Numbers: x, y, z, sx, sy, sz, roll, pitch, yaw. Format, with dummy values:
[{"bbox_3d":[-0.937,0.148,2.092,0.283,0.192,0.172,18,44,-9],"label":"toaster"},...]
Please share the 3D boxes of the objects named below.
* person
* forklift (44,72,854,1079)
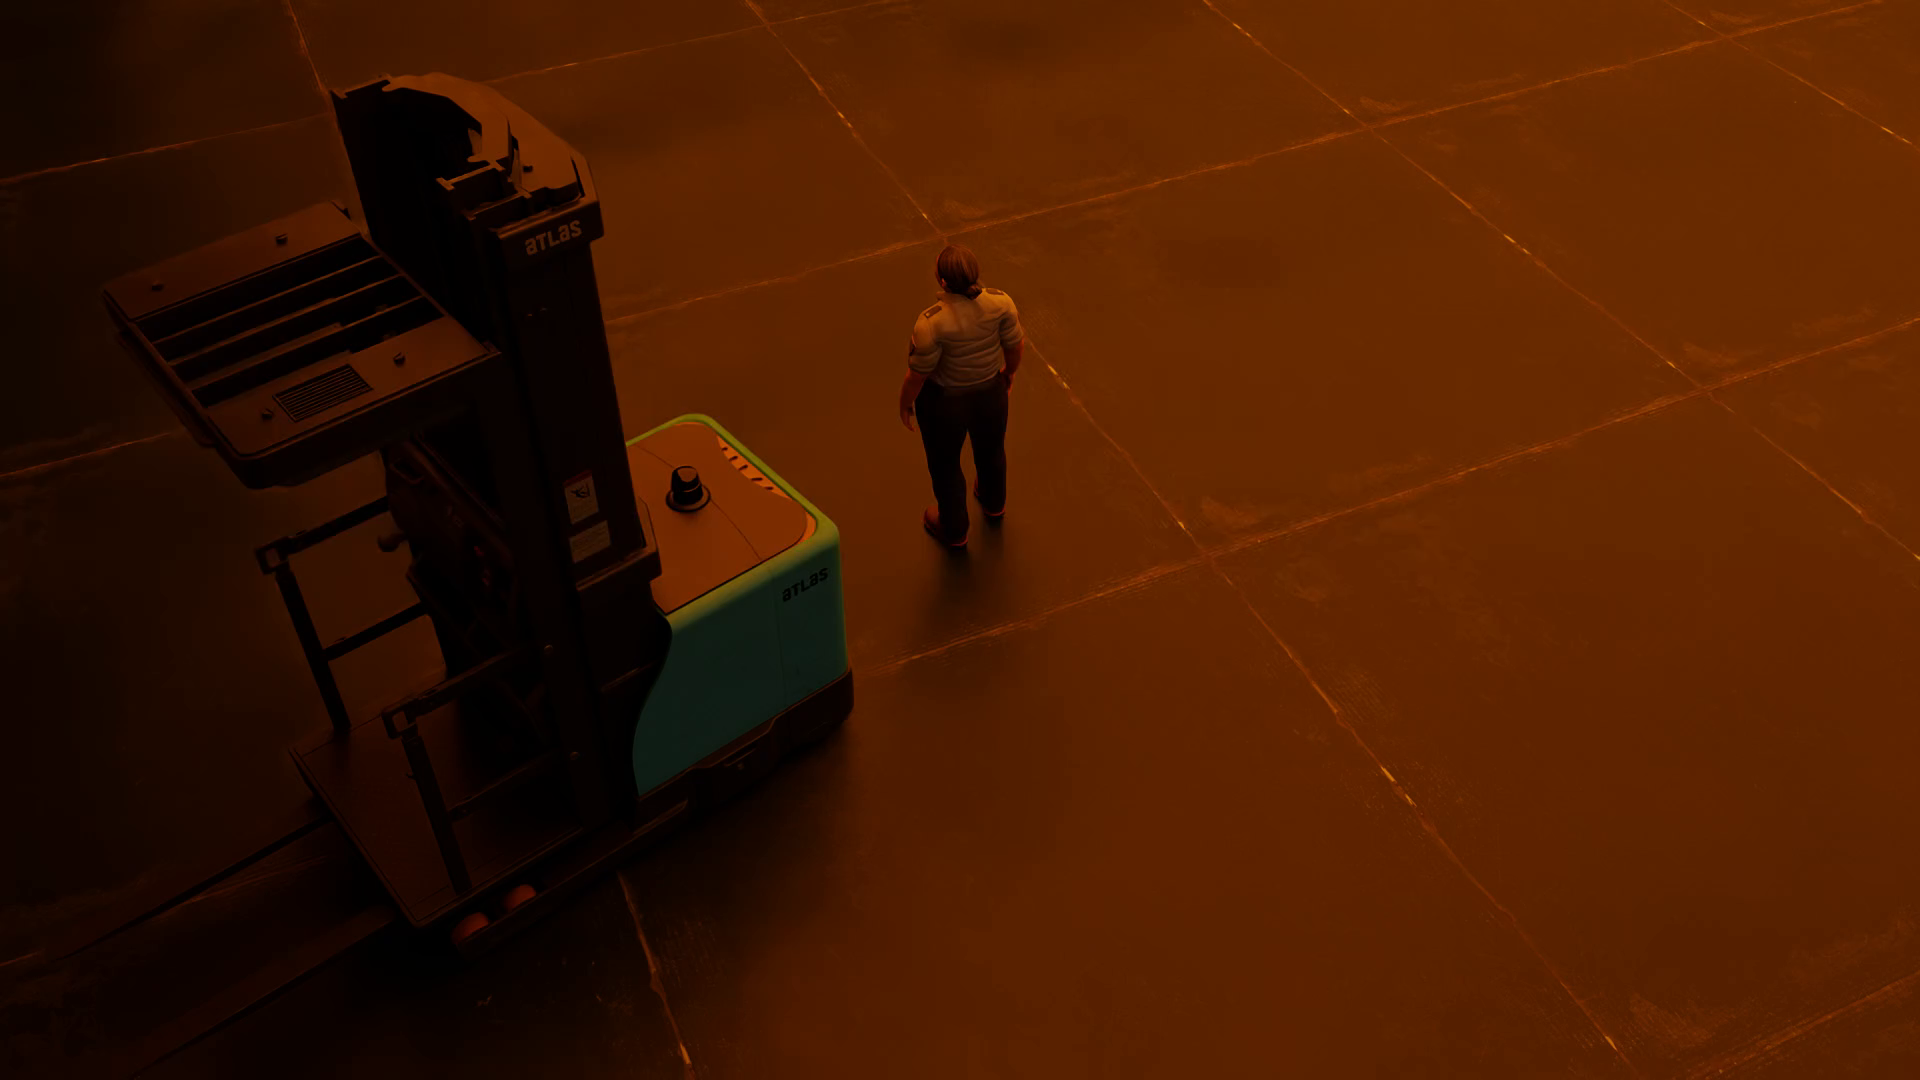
[{"bbox_3d":[-0.017,-0.669,7.327,0.599,1.650,0.503,-18,46,-18],"label":"person"},{"bbox_3d":[-1.897,0.066,5.610,3.031,2.935,1.130,-30,51,-28],"label":"forklift"}]
